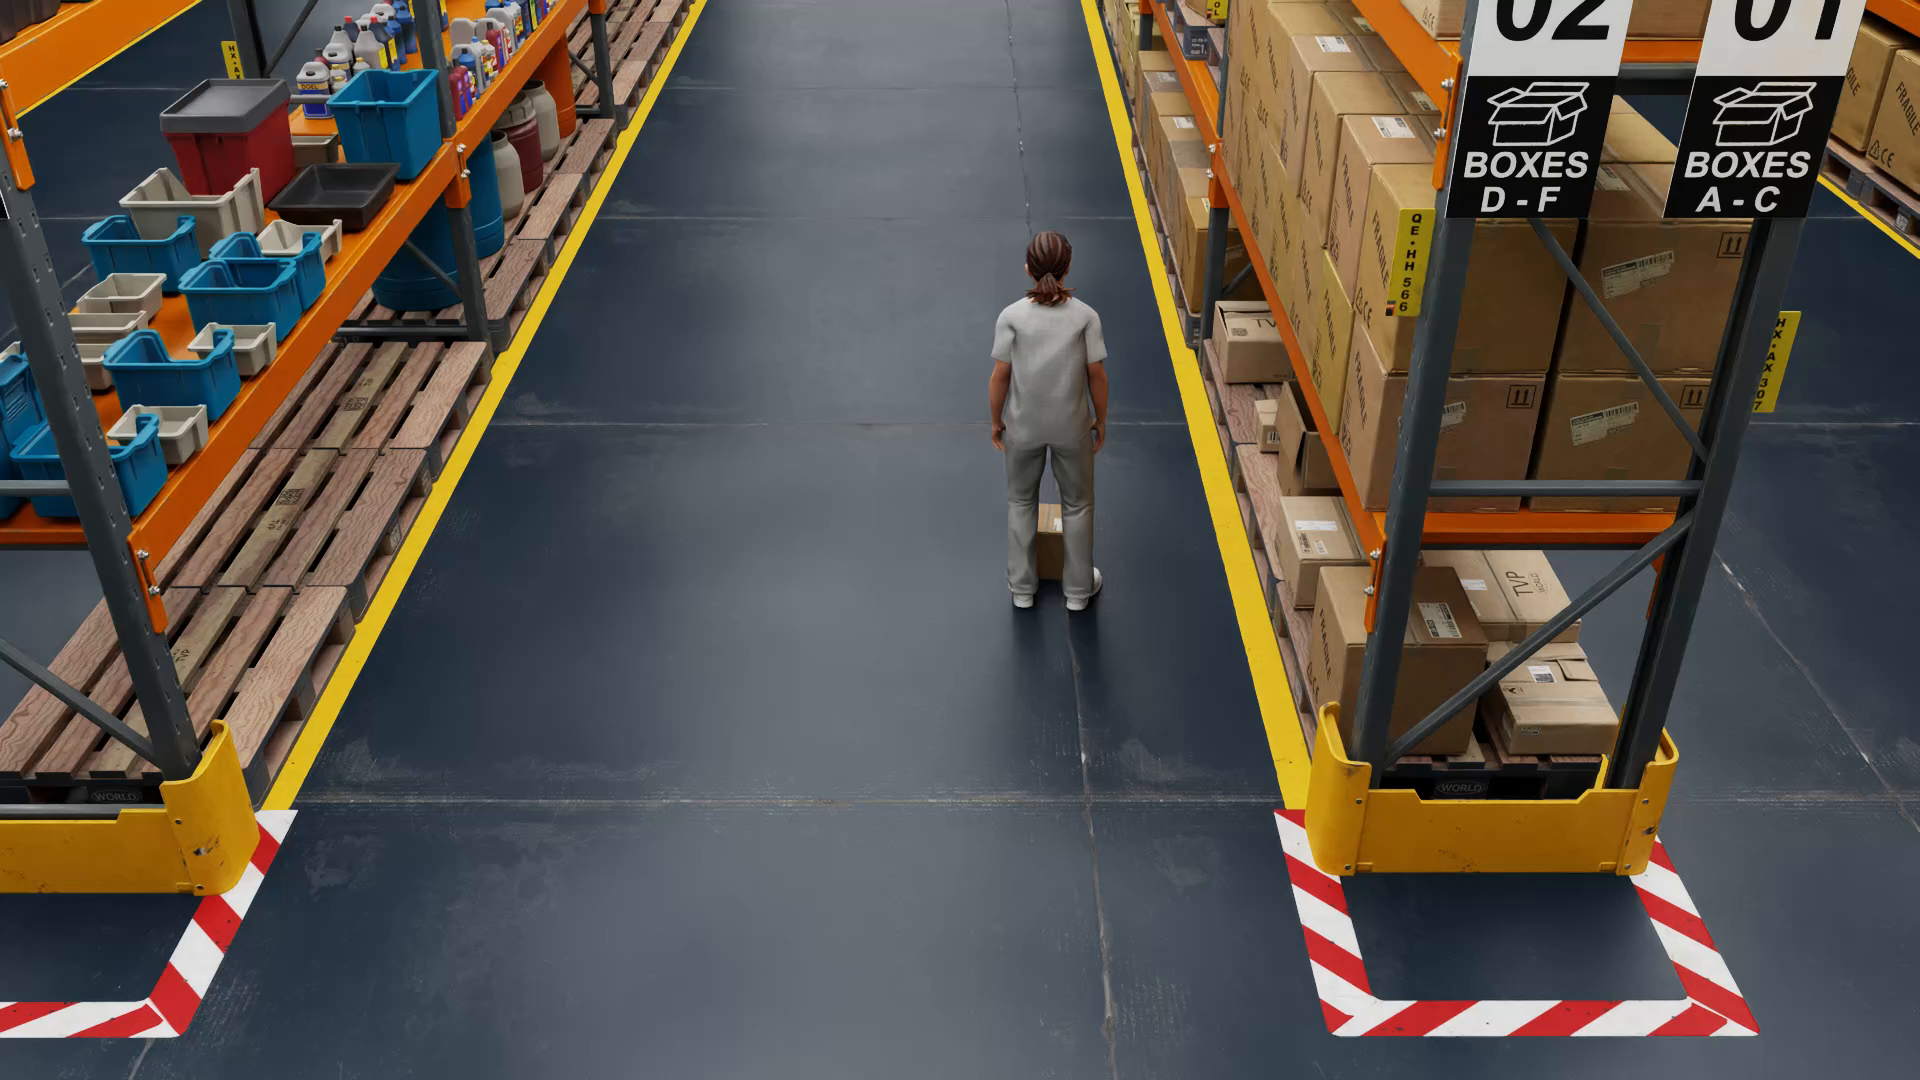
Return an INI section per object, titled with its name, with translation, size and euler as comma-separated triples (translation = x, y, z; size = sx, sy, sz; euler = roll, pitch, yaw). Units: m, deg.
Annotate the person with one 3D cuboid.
[person]
translation = 0.372, -0.468, 6.897
size = 0.503, 1.671, 0.365
euler = 2, 32, 4
